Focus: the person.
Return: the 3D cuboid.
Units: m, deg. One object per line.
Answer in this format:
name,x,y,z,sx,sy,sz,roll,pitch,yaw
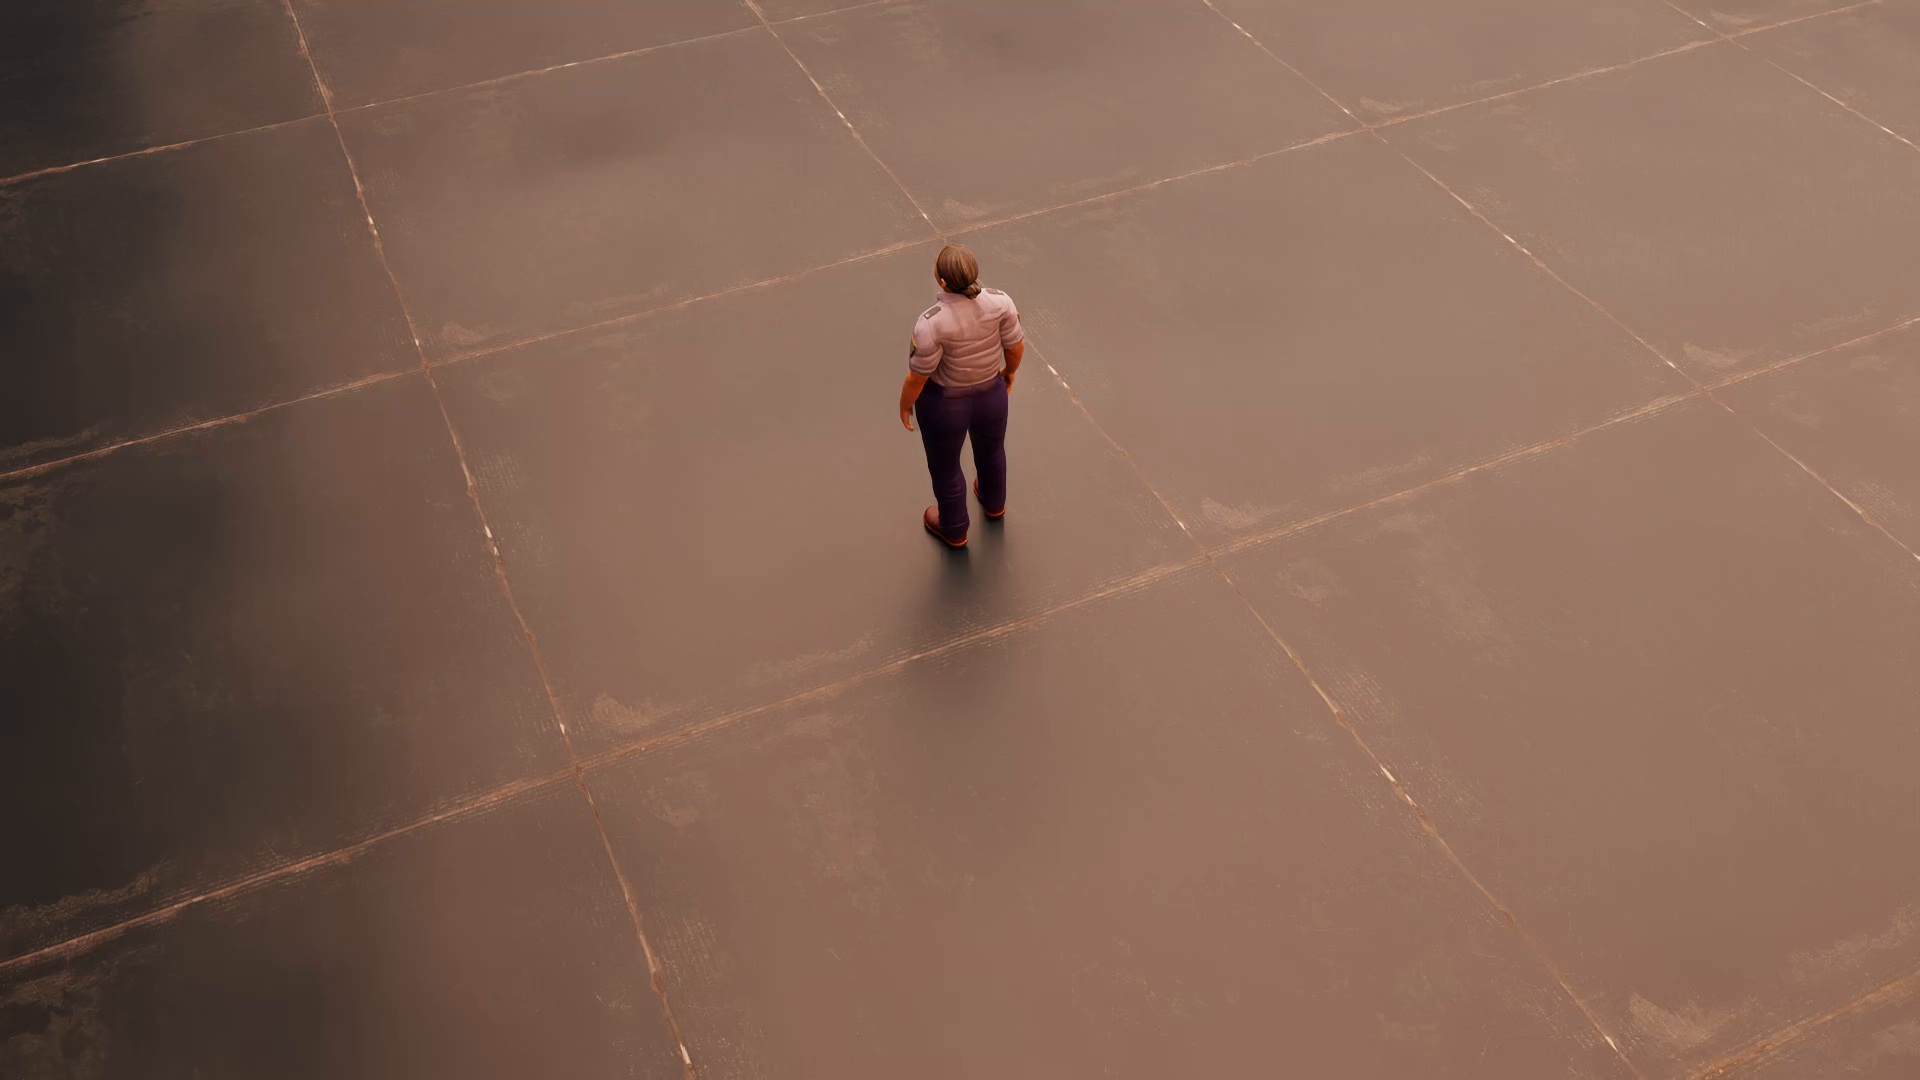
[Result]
person,-0.017,-0.670,7.328,0.598,1.651,0.502,-18,46,-18
